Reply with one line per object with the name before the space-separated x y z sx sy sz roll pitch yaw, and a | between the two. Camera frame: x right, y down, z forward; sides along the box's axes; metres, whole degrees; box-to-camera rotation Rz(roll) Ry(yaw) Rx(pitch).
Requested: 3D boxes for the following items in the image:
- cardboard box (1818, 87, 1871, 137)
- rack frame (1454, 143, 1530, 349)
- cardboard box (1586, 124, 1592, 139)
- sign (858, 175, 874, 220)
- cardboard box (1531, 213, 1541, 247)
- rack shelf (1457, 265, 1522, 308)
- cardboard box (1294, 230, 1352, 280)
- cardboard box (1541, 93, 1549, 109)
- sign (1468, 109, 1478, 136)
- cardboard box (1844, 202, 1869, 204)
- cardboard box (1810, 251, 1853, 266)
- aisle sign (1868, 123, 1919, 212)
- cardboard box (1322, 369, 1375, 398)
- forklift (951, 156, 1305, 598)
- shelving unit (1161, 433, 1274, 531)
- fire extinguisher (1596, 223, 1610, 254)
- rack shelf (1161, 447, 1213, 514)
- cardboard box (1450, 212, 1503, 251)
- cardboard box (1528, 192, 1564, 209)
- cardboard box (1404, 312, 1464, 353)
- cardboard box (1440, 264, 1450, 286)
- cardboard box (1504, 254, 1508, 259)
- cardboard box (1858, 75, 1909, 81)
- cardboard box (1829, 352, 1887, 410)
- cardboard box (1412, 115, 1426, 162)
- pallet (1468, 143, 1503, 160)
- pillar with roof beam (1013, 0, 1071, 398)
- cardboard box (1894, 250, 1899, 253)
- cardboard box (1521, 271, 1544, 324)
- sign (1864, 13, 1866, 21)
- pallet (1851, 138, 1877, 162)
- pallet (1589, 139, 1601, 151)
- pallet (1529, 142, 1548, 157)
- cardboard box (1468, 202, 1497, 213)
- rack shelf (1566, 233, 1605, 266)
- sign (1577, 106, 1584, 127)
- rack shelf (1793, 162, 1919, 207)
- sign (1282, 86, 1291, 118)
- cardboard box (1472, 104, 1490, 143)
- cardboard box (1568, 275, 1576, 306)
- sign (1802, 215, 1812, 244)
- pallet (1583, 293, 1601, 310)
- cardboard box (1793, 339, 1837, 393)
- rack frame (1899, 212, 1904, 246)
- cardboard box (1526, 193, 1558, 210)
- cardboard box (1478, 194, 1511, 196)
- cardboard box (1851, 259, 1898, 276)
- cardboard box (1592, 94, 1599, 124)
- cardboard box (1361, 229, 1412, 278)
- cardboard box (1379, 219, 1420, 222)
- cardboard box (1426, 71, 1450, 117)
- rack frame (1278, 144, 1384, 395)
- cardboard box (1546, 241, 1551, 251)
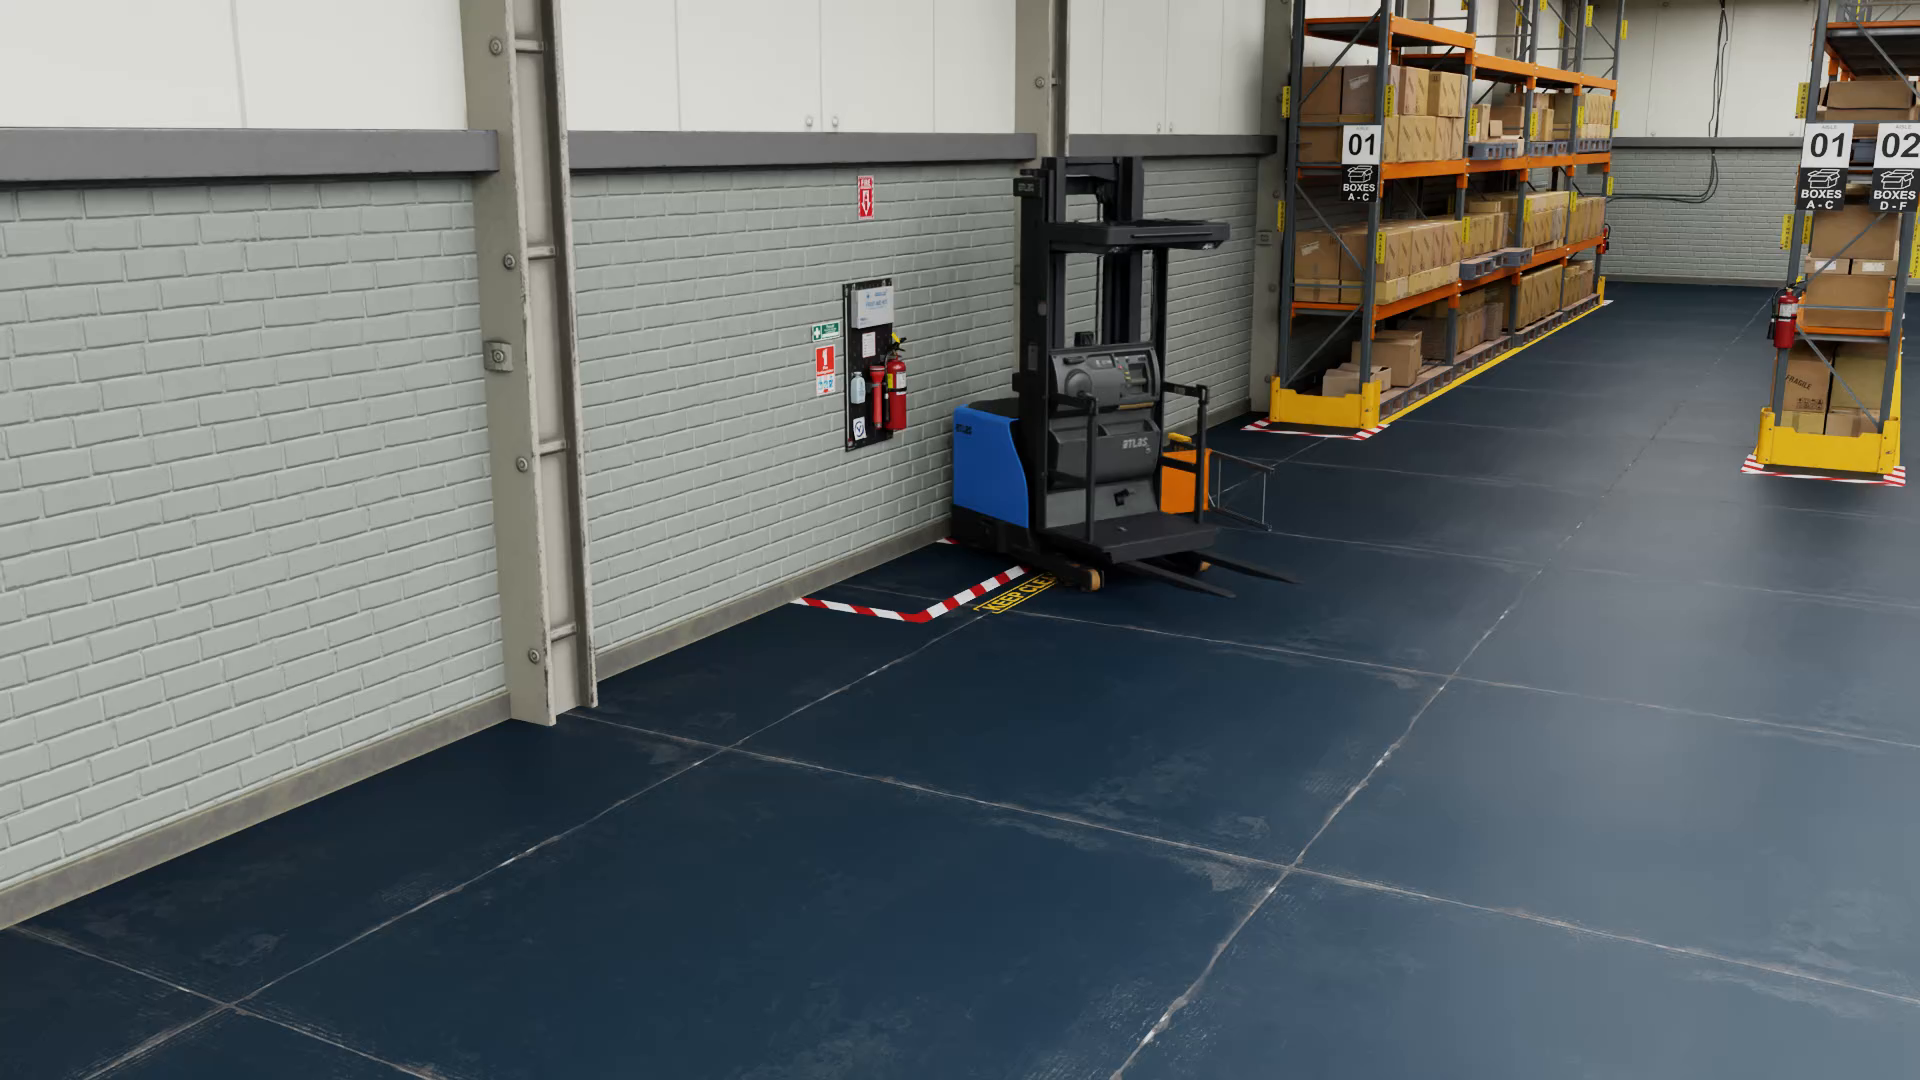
cardboard box | 9.349 -4.457 17.306 0.797 0.503 0.637 9 16 34
rack frame | 7.851 -4.381 24.806 1.000 3.000 0.127 7 15 28
cardboard box | 10.609 -7.055 28.706 0.500 0.250 0.500 7 15 27
sign | -0.655 -2.384 11.577 0.001 0.298 0.199 7 15 28
cardboard box | 8.572 -4.761 25.492 0.500 0.500 0.500 8 16 30
rack shelf | 6.884 -3.621 23.188 1.077 0.370 4.000 7 15 28
cardboard box | 4.026 -3.162 18.426 0.500 0.500 0.500 7 15 27
cardboard box | 9.245 -7.121 27.020 0.500 0.250 0.500 9 16 32
sign | 6.396 -5.210 20.741 0.100 0.325 0.005 7 15 28
cardboard box | 8.834 -3.072 16.396 0.700 0.500 0.500 7 15 27
cardboard box | 8.839 -2.855 16.878 0.380 0.149 0.250 8 16 30
aisle sign | 8.559 -3.395 15.169 0.394 0.787 0.004 7 15 28
cardboard box | 4.397 -1.778 18.808 0.500 0.311 0.500 6 15 22
forklift | 1.161 -1.186 11.698 1.130 2.935 3.031 -9 16 -32
shelving unit | 1.673 -0.426 13.492 1.083 0.587 1.500 -6 15 -23
fire extinguisher | 12.196 -5.782 31.578 0.296 0.674 0.183 7 15 28
rack shelf | 1.591 -0.463 13.648 1.000 0.538 0.185 -6 15 -23
cardboard box | 7.386 -4.428 23.850 0.700 0.500 0.500 6 15 23
cardboard box | 9.528 -5.541 27.125 0.500 0.250 0.500 8 16 29
cardboard box | 6.465 -2.824 22.741 0.700 0.500 0.500 7 15 27
cardboard box | 5.706 -3.264 20.452 0.500 0.250 0.500 7 15 28
cardboard box | 8.213 -4.310 25.004 0.380 0.149 0.250 7 15 27
cardboard box | 10.589 -5.076 19.112 0.500 0.500 0.500 8 15 29
cardboard box | 9.016 -1.599 16.637 0.500 0.500 0.500 7 15 28
cardboard box | 4.903 -4.510 18.683 0.500 0.500 0.500 8 16 31
pallet | 6.309 -5.042 21.548 1.213 0.211 1.003 7 15 28
pillar with roof beam | 4.433 -4.179 11.168 9.100 9.000 0.400 7 15 28
cardboard box | 9.444 -2.915 17.126 0.380 0.149 0.250 8 15 29
cardboard box | 8.751 -3.855 26.315 0.750 0.750 0.750 7 15 28
sign | 15.582 -8.932 28.722 0.100 0.325 0.005 7 15 28
pallet | 8.687 -3.737 15.921 1.003 0.211 1.213 7 15 28
pallet | 10.781 -7.033 29.594 1.003 0.211 1.213 7 15 28
pallet | 8.116 -5.886 25.049 1.213 0.211 1.003 8 16 31
cardboard box | 7.568 -4.817 24.078 0.380 0.149 0.250 5 14 19
rack shelf | 10.752 -5.262 29.996 1.077 0.370 4.000 7 15 28
sign | 10.265 -7.005 27.514 0.100 0.325 0.005 7 15 28
rack shelf | 9.289 -3.698 17.108 1.077 0.370 4.000 7 15 28
sign | 3.508 -4.695 17.821 0.100 0.325 0.005 7 15 28
cardboard box | 6.848 -5.628 22.467 0.500 0.500 0.500 7 15 26
cardboard box | 10.482 -4.435 29.468 0.700 0.500 0.500 7 15 27
sign | 9.776 -3.584 19.197 0.100 0.325 0.005 7 15 28
pallet | 11.401 -4.494 31.224 1.003 0.211 1.213 7 15 28
cardboard box | 9.034 -1.864 17.737 0.500 0.500 0.500 7 15 28
rack frame | 12.190 -3.821 22.481 1.000 3.000 0.127 7 15 28
cardboard box | 9.281 -5.436 26.691 0.500 0.250 0.500 8 16 29
cardboard box | 8.348 -5.282 26.051 0.500 0.250 0.500 7 15 27
cardboard box | 8.700 -2.599 15.818 0.380 0.149 0.250 7 15 28
cardboard box | 10.852 -7.527 29.065 0.500 0.500 0.500 7 15 28
cardboard box | 4.726 -3.205 18.606 0.500 0.500 0.500 7 15 28
cardboard box | 5.508 -3.789 21.028 0.500 0.500 0.500 7 15 27
cardboard box | 5.414 -5.208 19.445 0.500 0.500 0.500 7 15 26
rack frame | 3.984 -2.740 17.998 1.000 3.000 0.127 7 15 28
cardboard box | 9.351 -4.782 26.962 0.380 0.149 0.250 7 15 28
